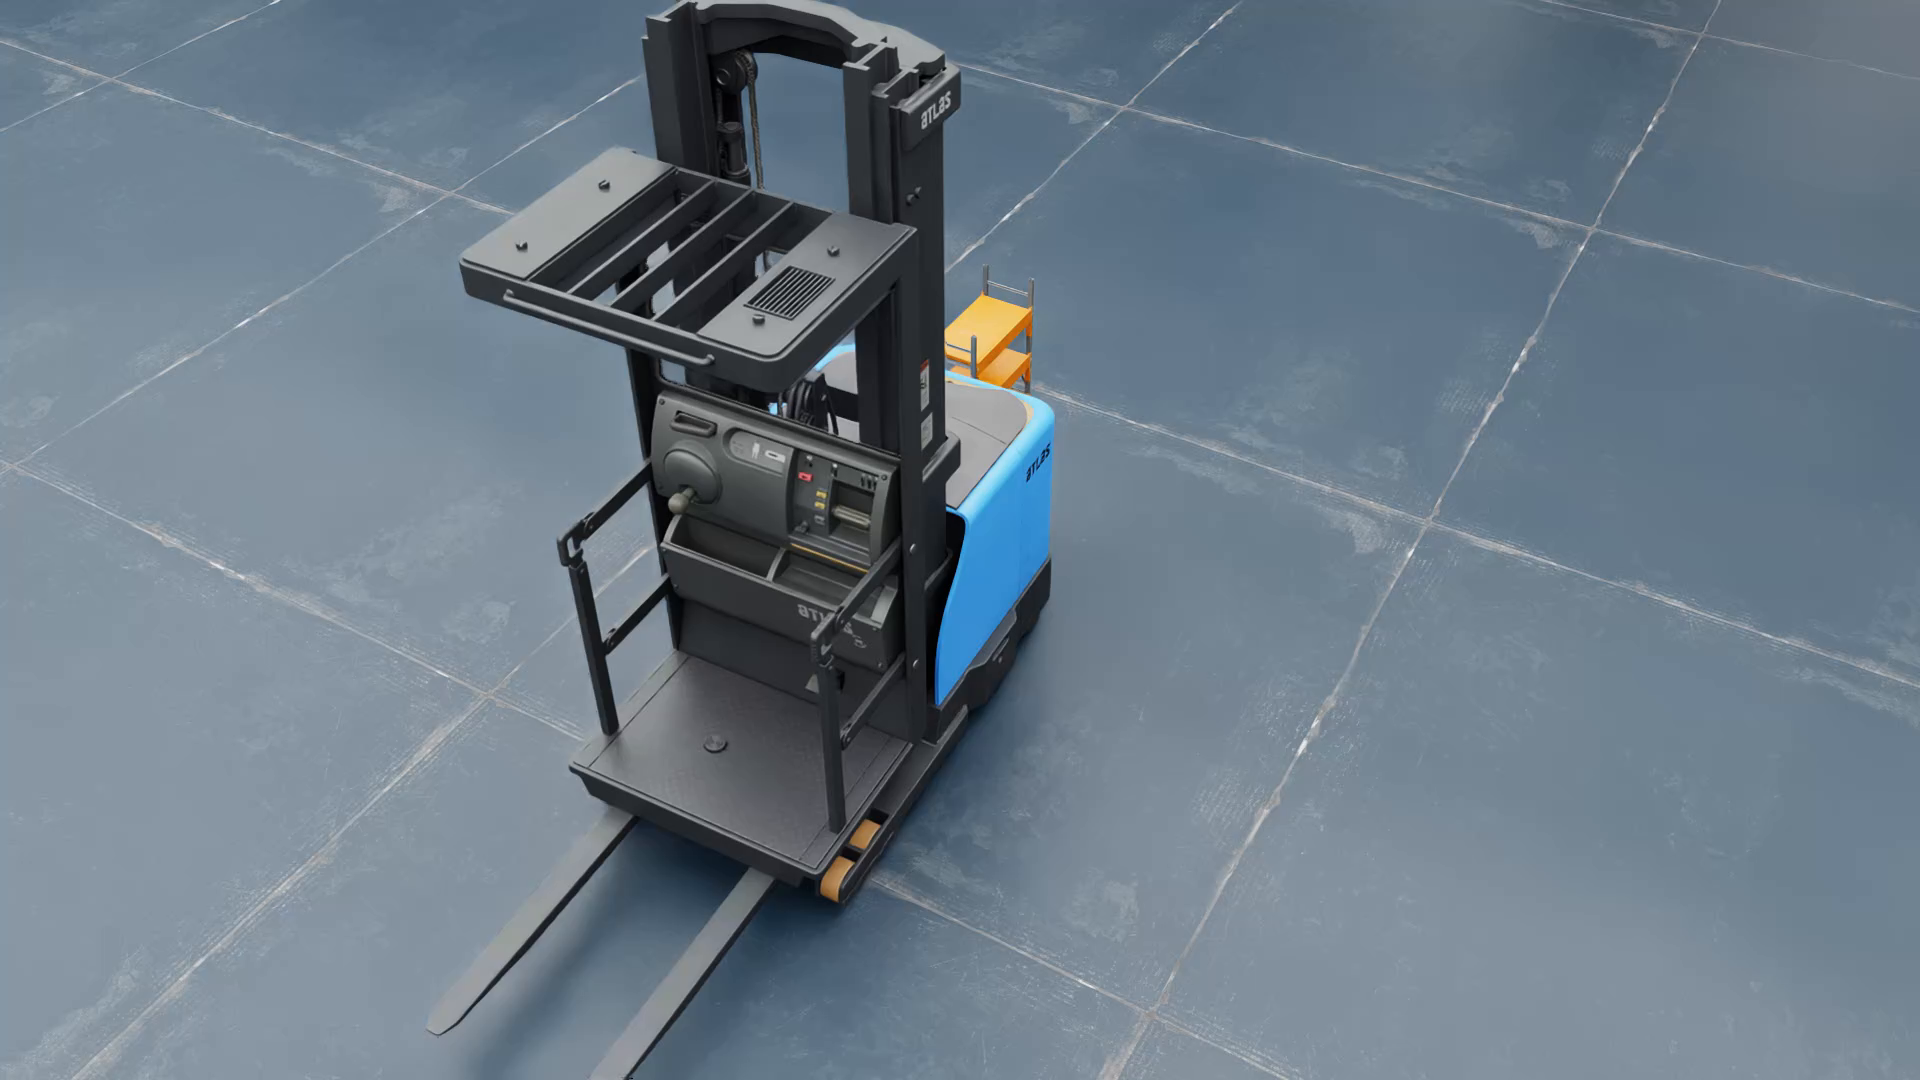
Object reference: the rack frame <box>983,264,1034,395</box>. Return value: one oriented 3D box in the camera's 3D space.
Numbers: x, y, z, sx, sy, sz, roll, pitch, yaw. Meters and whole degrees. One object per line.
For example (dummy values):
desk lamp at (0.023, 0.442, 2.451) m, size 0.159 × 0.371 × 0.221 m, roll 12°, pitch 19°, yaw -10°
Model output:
rack frame at (0.205, -0.685, 7.435) m, size 0.240 × 1.200 × 0.015 m, roll 21°, pitch 45°, yaw 22°

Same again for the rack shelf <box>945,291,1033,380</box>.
rack shelf at (0.083, -0.840, 7.017) m, size 0.258 × 0.148 × 0.480 m, roll 21°, pitch 45°, yaw 22°

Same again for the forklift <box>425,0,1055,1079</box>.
forklift at (-0.744, -0.123, 5.487) m, size 1.130 × 2.935 × 3.031 m, roll 19°, pitch 45°, yaw 20°

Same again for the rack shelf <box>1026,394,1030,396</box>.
rack shelf at (0.083, -0.495, 7.321) m, size 0.258 × 0.148 × 0.480 m, roll 21°, pitch 45°, yaw 22°

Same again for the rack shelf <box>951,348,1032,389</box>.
rack shelf at (0.083, -0.662, 7.173) m, size 0.258 × 0.148 × 0.480 m, roll 21°, pitch 45°, yaw 22°

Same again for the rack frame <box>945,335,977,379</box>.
rack frame at (-0.039, -0.405, 7.118) m, size 0.240 × 1.200 × 0.015 m, roll 21°, pitch 45°, yaw 22°

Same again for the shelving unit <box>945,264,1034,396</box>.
shelving unit at (0.083, -0.545, 7.277) m, size 0.258 × 1.200 × 0.503 m, roll 21°, pitch 45°, yaw 22°
